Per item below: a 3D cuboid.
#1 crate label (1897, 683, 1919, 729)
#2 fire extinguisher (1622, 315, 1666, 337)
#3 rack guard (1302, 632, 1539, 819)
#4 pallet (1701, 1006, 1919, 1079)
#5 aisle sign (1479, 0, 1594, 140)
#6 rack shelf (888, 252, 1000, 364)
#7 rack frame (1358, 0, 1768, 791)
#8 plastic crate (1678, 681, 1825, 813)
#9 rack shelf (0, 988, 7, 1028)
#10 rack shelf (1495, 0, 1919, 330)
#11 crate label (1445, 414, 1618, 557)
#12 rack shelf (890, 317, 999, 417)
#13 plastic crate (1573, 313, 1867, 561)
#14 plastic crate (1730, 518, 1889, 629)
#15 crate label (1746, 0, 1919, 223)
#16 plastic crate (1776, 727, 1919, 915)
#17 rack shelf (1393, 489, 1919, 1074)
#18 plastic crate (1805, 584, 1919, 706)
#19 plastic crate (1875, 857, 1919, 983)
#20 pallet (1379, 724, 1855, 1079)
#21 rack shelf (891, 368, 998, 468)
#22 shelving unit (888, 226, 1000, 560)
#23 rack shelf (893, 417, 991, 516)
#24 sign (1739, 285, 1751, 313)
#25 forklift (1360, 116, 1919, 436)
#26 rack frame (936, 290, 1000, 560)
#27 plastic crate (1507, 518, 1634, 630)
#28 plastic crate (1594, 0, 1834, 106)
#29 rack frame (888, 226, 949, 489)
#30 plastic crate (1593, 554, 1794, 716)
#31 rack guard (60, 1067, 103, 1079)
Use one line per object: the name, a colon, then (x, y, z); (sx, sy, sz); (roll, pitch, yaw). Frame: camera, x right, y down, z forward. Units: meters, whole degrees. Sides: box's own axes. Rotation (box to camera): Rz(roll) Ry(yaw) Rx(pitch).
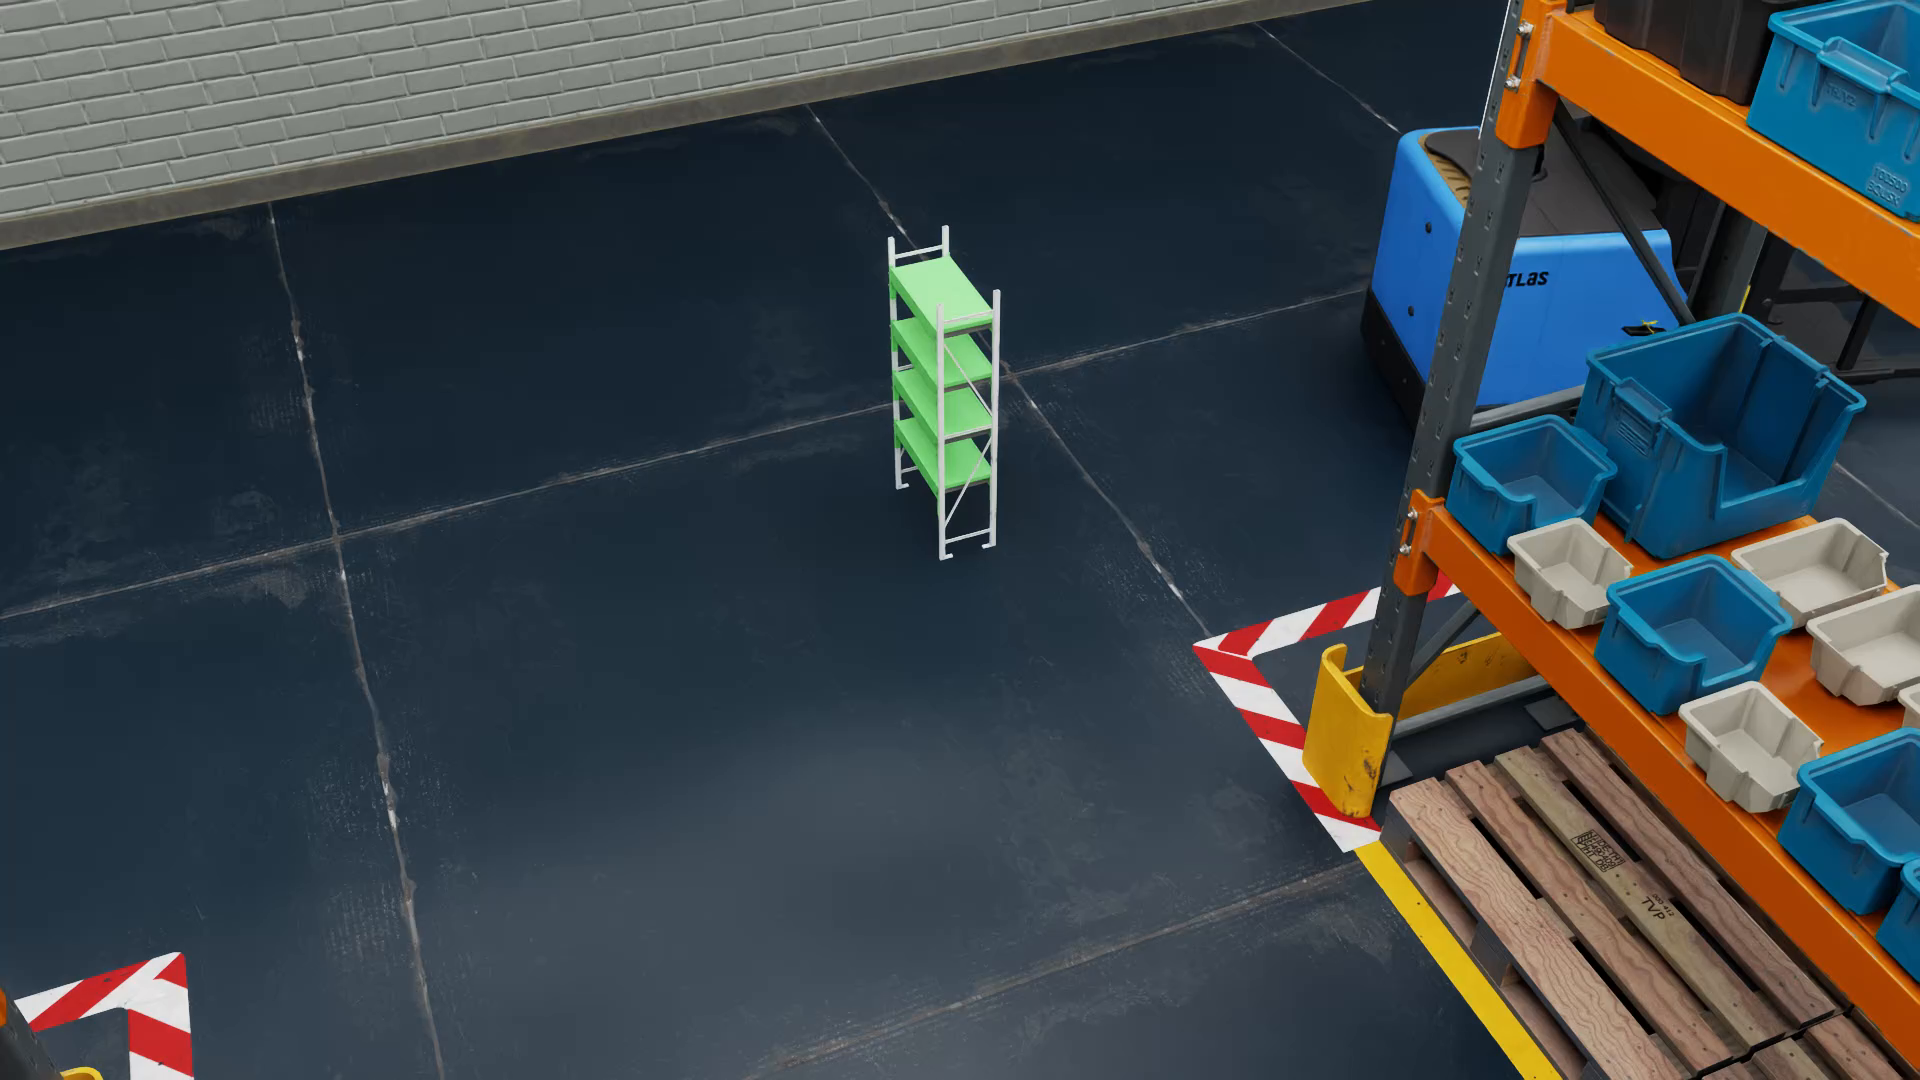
crate label: (2.516, 0.447, 4.085); (0.396, 0.136, 0.243); (-15, 43, -17)
fire extinguisher: (2.172, -0.449, 5.317); (0.296, 0.674, 0.183); (-15, 43, -17)
rack guard: (1.788, 0.521, 5.761); (1.175, 0.500, 0.348); (-15, 43, -17)
pallet: (2.552, 1.882, 4.400); (1.003, 0.211, 1.213); (-15, 43, -17)
aisle sign: (1.508, -1.371, 4.049); (0.394, 0.787, 0.004); (-15, 43, -17)
rack shelf: (-0.063, -0.870, 6.203); (0.258, 0.148, 0.480); (-15, 43, -17)
rack frame: (1.810, -0.416, 4.933); (1.000, 3.000, 0.127); (-15, 43, -17)
plastic crate: (1.906, 0.515, 4.007); (0.250, 0.136, 0.298); (-15, 43, -17)
rack shelf: (-2.003, 2.295, 2.332); (1.077, 0.370, 4.000); (-15, 43, -17)
rack shelf: (2.575, -0.075, 2.788); (1.077, 0.370, 4.000); (-15, 43, -17)
crate label: (1.600, -0.144, 4.699); (0.416, 0.233, 0.303); (-15, 43, -17)
rack shelf: (-0.063, -0.688, 6.360); (0.258, 0.148, 0.480); (-15, 43, -17)
plastic crate: (2.110, -0.297, 4.721); (0.616, 0.435, 0.499); (-15, 43, -17)
plastic crate: (2.289, 0.108, 4.480); (0.396, 0.136, 0.243); (-15, 43, -17)
crate label: (1.864, -0.860, 3.263); (0.408, 0.251, 0.502); (-15, 43, -17)
plastic crate: (2.104, 0.649, 3.777); (0.416, 0.233, 0.300); (-15, 43, -17)
rack shelf: (2.575, 1.062, 3.766); (1.077, 0.370, 4.000); (-15, 43, -17)
plastic crate: (2.386, 0.286, 4.273); (0.396, 0.136, 0.243); (-15, 43, -17)
plastic crate: (2.218, 0.830, 3.567); (0.416, 0.233, 0.300); (-15, 43, -17)
pallet: (2.089, 1.148, 5.253); (1.003, 0.211, 1.213); (-15, 43, -17)
rack shelf: (-0.063, -0.506, 6.516); (0.258, 0.148, 0.480); (-15, 43, -17)
shelving unit: (-0.063, -0.555, 6.475); (0.258, 1.200, 0.503); (-15, 43, -17)
rack shelf: (-0.063, -0.324, 6.673); (0.258, 0.148, 0.480); (-15, 43, -17)
sign: (2.312, -0.625, 5.051); (0.100, 0.325, 0.005); (-15, 43, -17)
forklift: (3.424, -1.864, 6.670); (3.031, 2.935, 1.130); (-4, 41, -5)
rack frame: (0.030, -0.408, 6.304); (0.240, 1.200, 0.015); (-15, 43, -17)
plastic crate: (1.646, 0.106, 4.482); (0.250, 0.136, 0.298); (-15, 43, -17)
plastic crate: (1.699, -1.202, 3.647); (0.497, 0.269, 0.590); (-15, 43, -17)
rack frame: (-0.157, -0.702, 6.646); (0.240, 1.200, 0.015); (-15, 43, -17)
plastic crate: (1.852, 0.252, 4.238); (0.416, 0.233, 0.300); (-15, 43, -17)
rack guard: (-2.739, 1.811, 4.260); (1.175, 0.500, 0.348); (-15, 43, -17)
